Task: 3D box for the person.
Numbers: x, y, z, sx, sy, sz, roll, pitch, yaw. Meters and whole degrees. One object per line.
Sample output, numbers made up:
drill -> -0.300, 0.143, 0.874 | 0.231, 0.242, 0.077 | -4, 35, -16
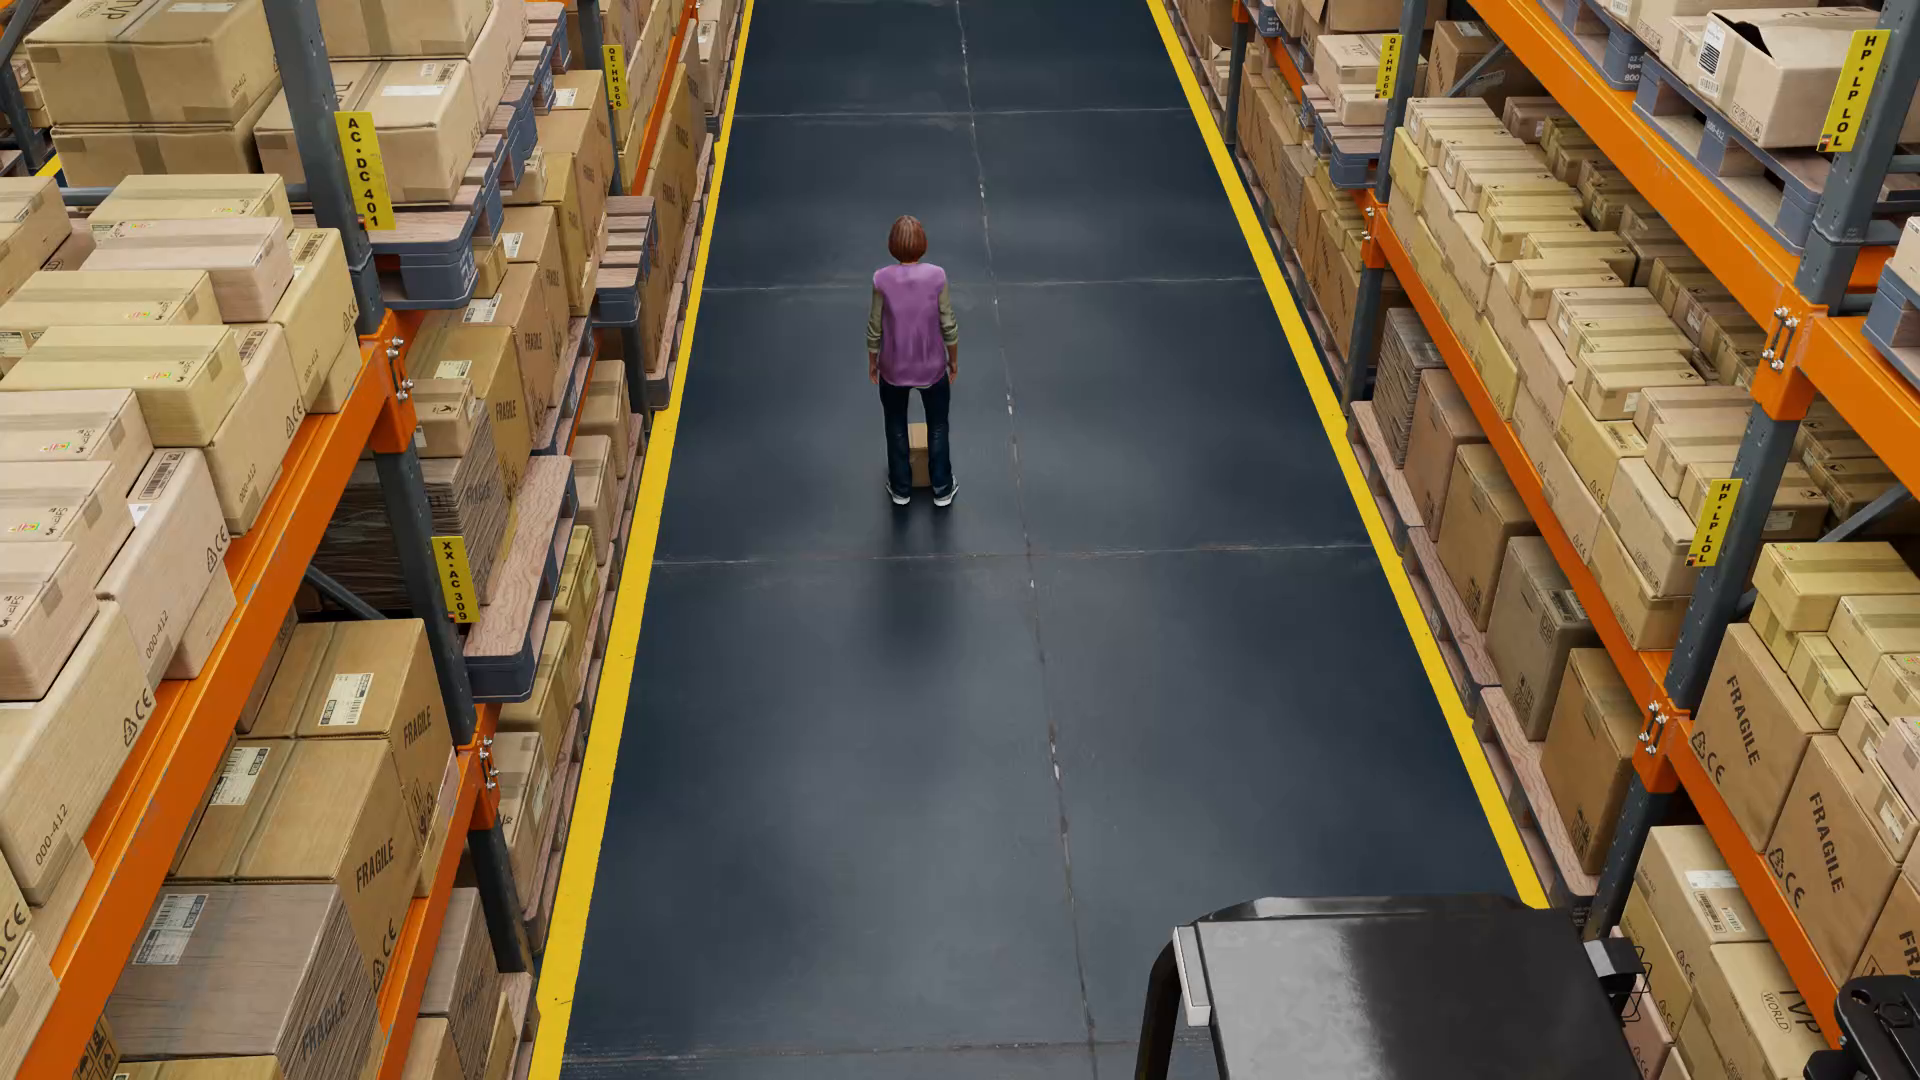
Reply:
person -> -0.238, -0.872, 8.413 | 0.461, 1.593, 0.365 | -1, 36, -2
